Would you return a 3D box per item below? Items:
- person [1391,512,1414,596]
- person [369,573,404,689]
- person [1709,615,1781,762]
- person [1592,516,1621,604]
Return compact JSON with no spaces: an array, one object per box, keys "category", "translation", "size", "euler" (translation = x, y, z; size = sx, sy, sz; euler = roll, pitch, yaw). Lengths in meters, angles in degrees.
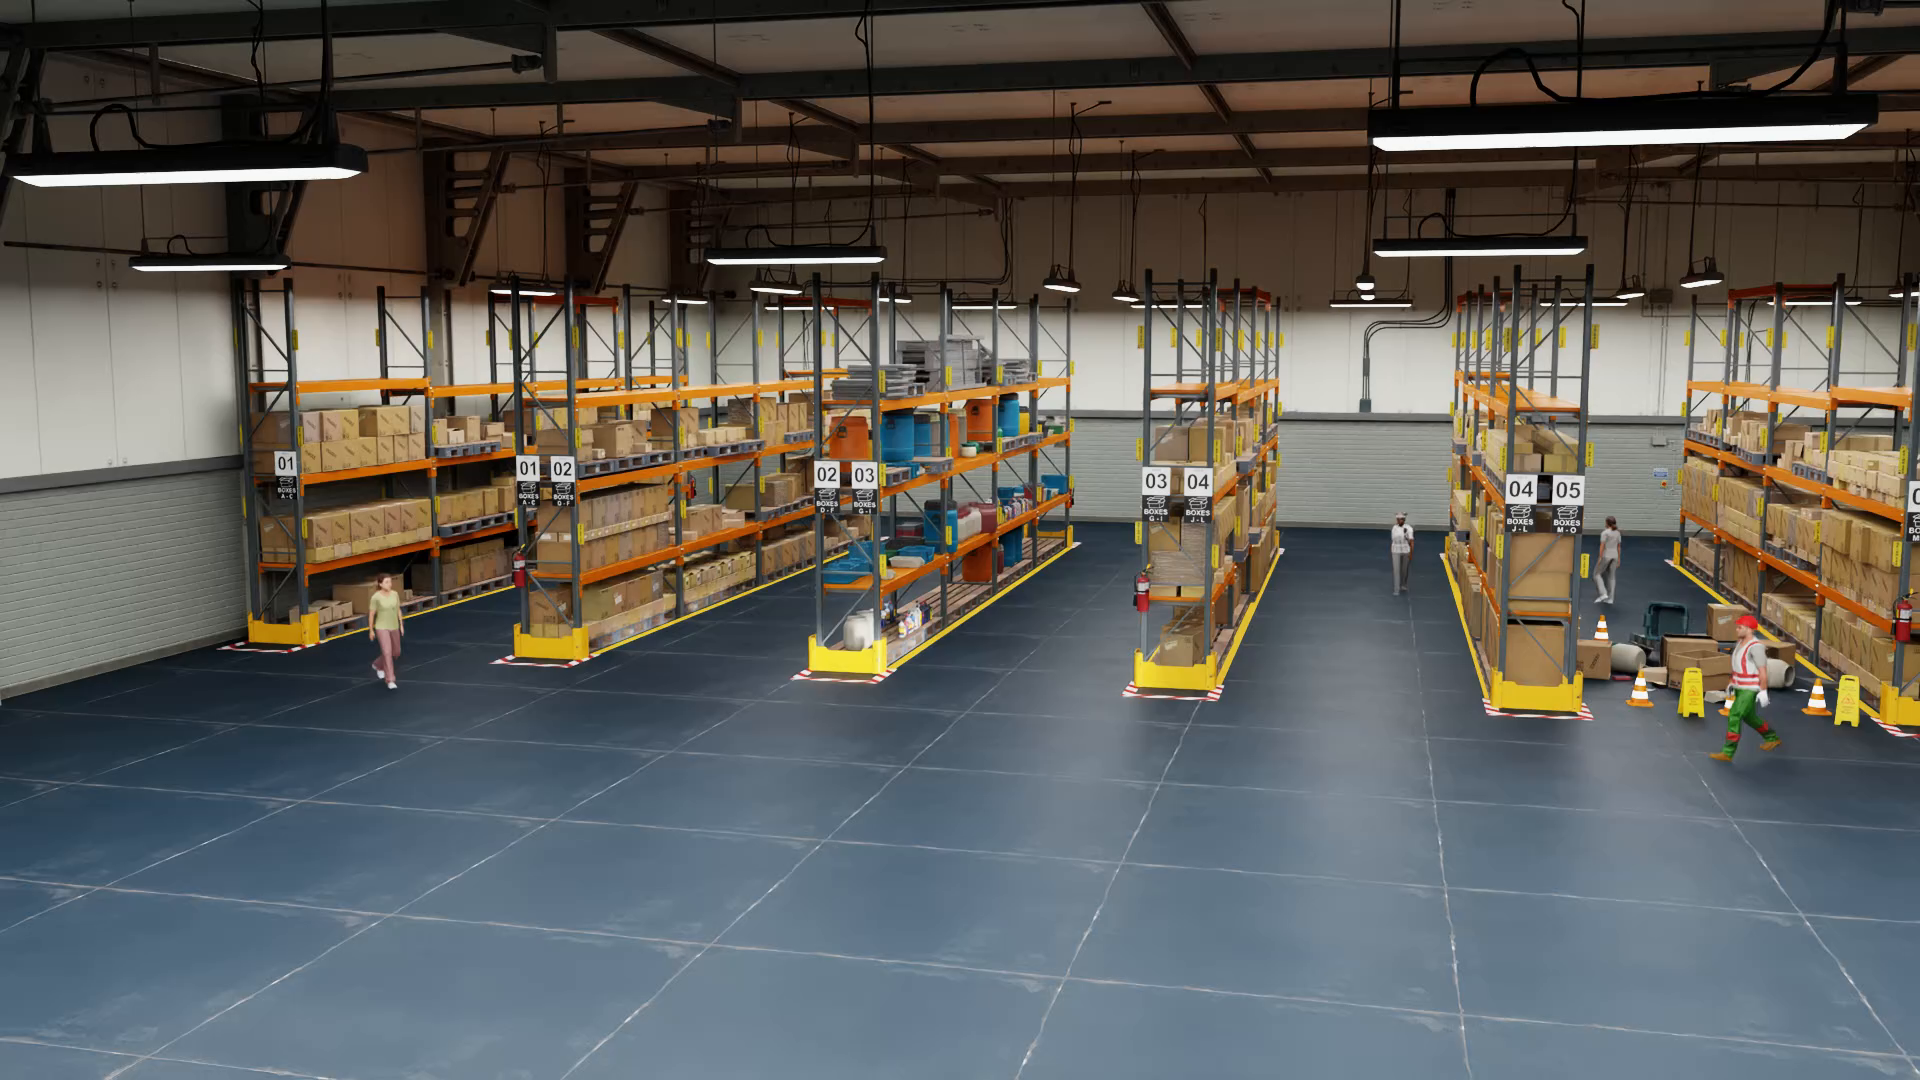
[{"category":"person","translation":[8.720,0.252,32.770],"size":[0.427,1.630,1.003],"euler":[1,7,10]},{"category":"person","translation":[-8.332,1.292,24.148],"size":[0.888,1.640,0.494],"euler":[6,9,42]},{"category":"person","translation":[9.417,1.762,19.819],"size":[1.051,1.749,0.552],"euler":[-1,7,-11]},{"category":"person","translation":[12.378,0.383,31.741],"size":[0.485,1.691,0.396],"euler":[-2,7,-13]}]
